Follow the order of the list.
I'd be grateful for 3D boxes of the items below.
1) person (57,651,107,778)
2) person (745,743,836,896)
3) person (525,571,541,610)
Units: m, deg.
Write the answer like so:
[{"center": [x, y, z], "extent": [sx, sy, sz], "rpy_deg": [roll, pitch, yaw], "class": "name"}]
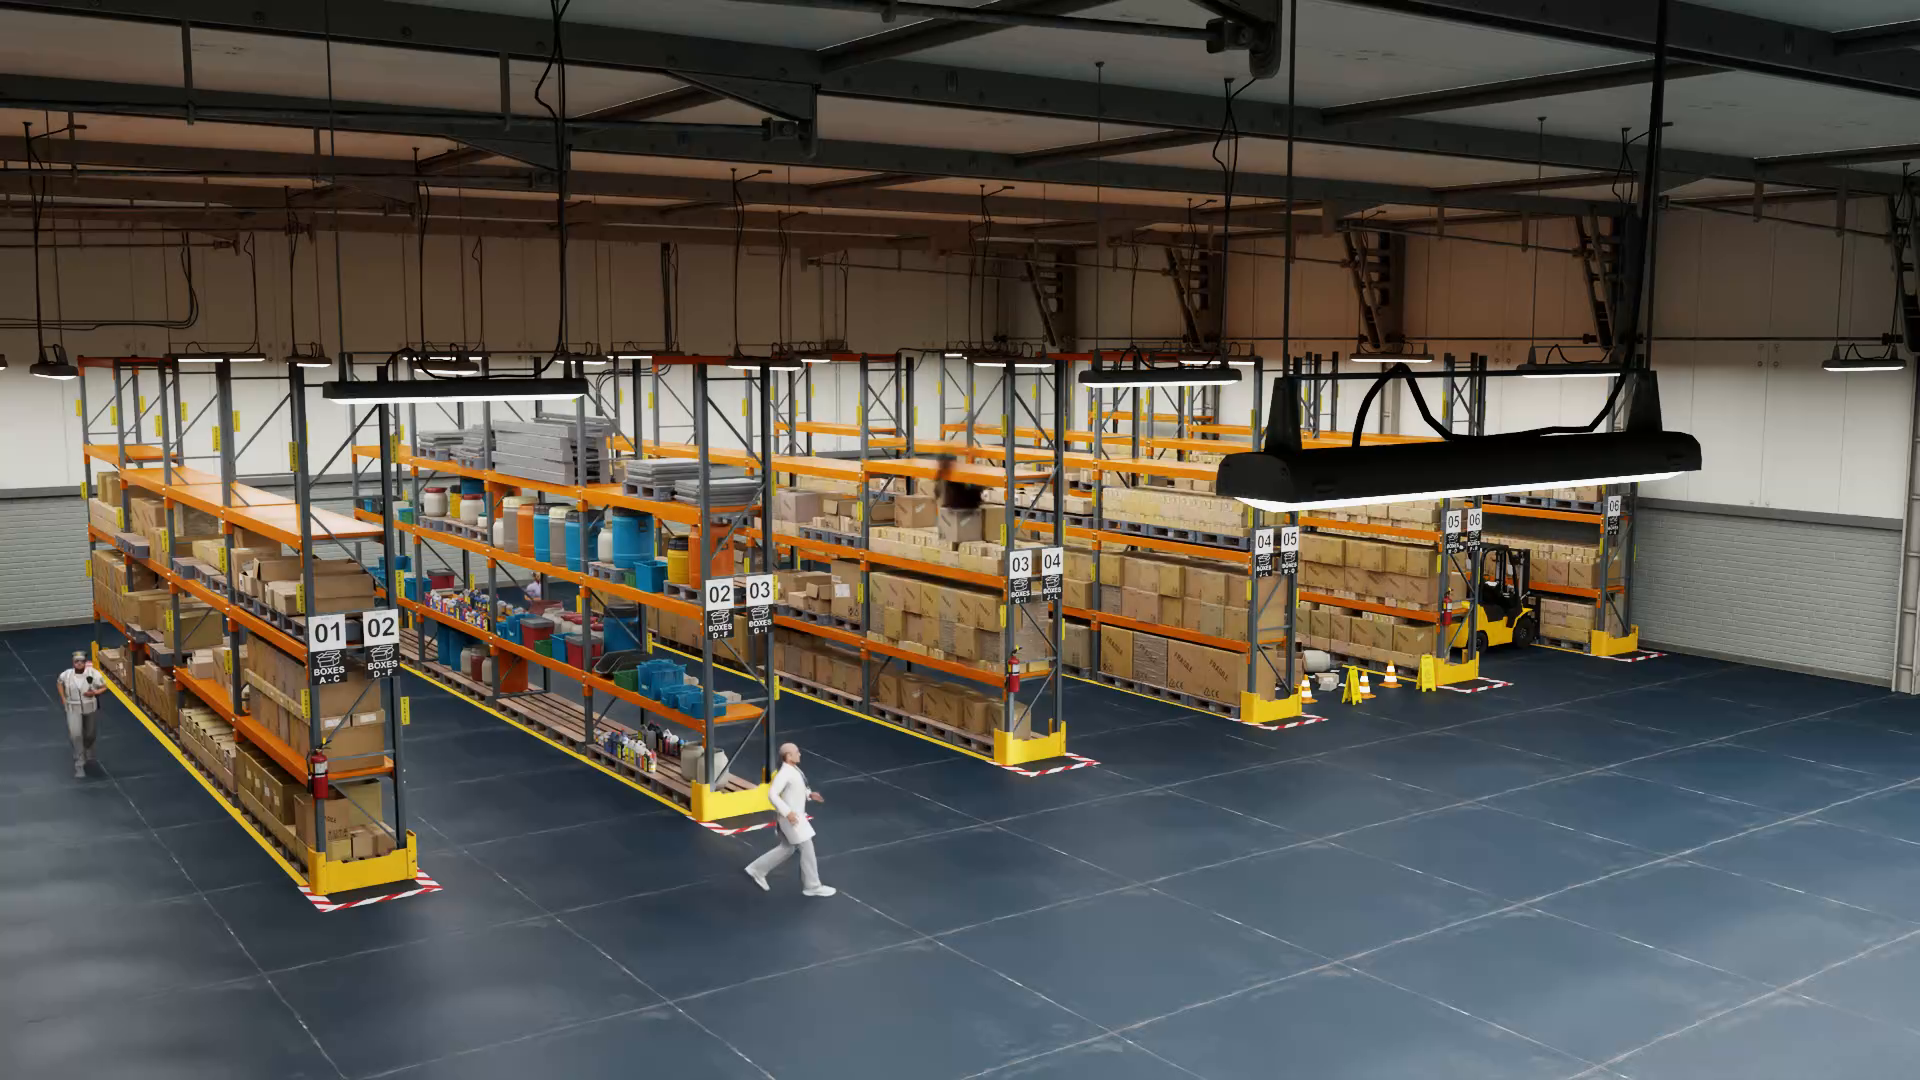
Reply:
[{"center": [-12.859, 2.520, 24.416], "extent": [0.627, 1.843, 1.001], "rpy_deg": [-4, 8, -33], "class": "person"}, {"center": [-1.899, 3.203, 18.811], "extent": [0.977, 1.669, 0.728], "rpy_deg": [-1, 7, -4], "class": "person"}, {"center": [-8.520, 1.452, 33.508], "extent": [0.847, 1.689, 0.596], "rpy_deg": [6, 9, 42], "class": "person"}]
